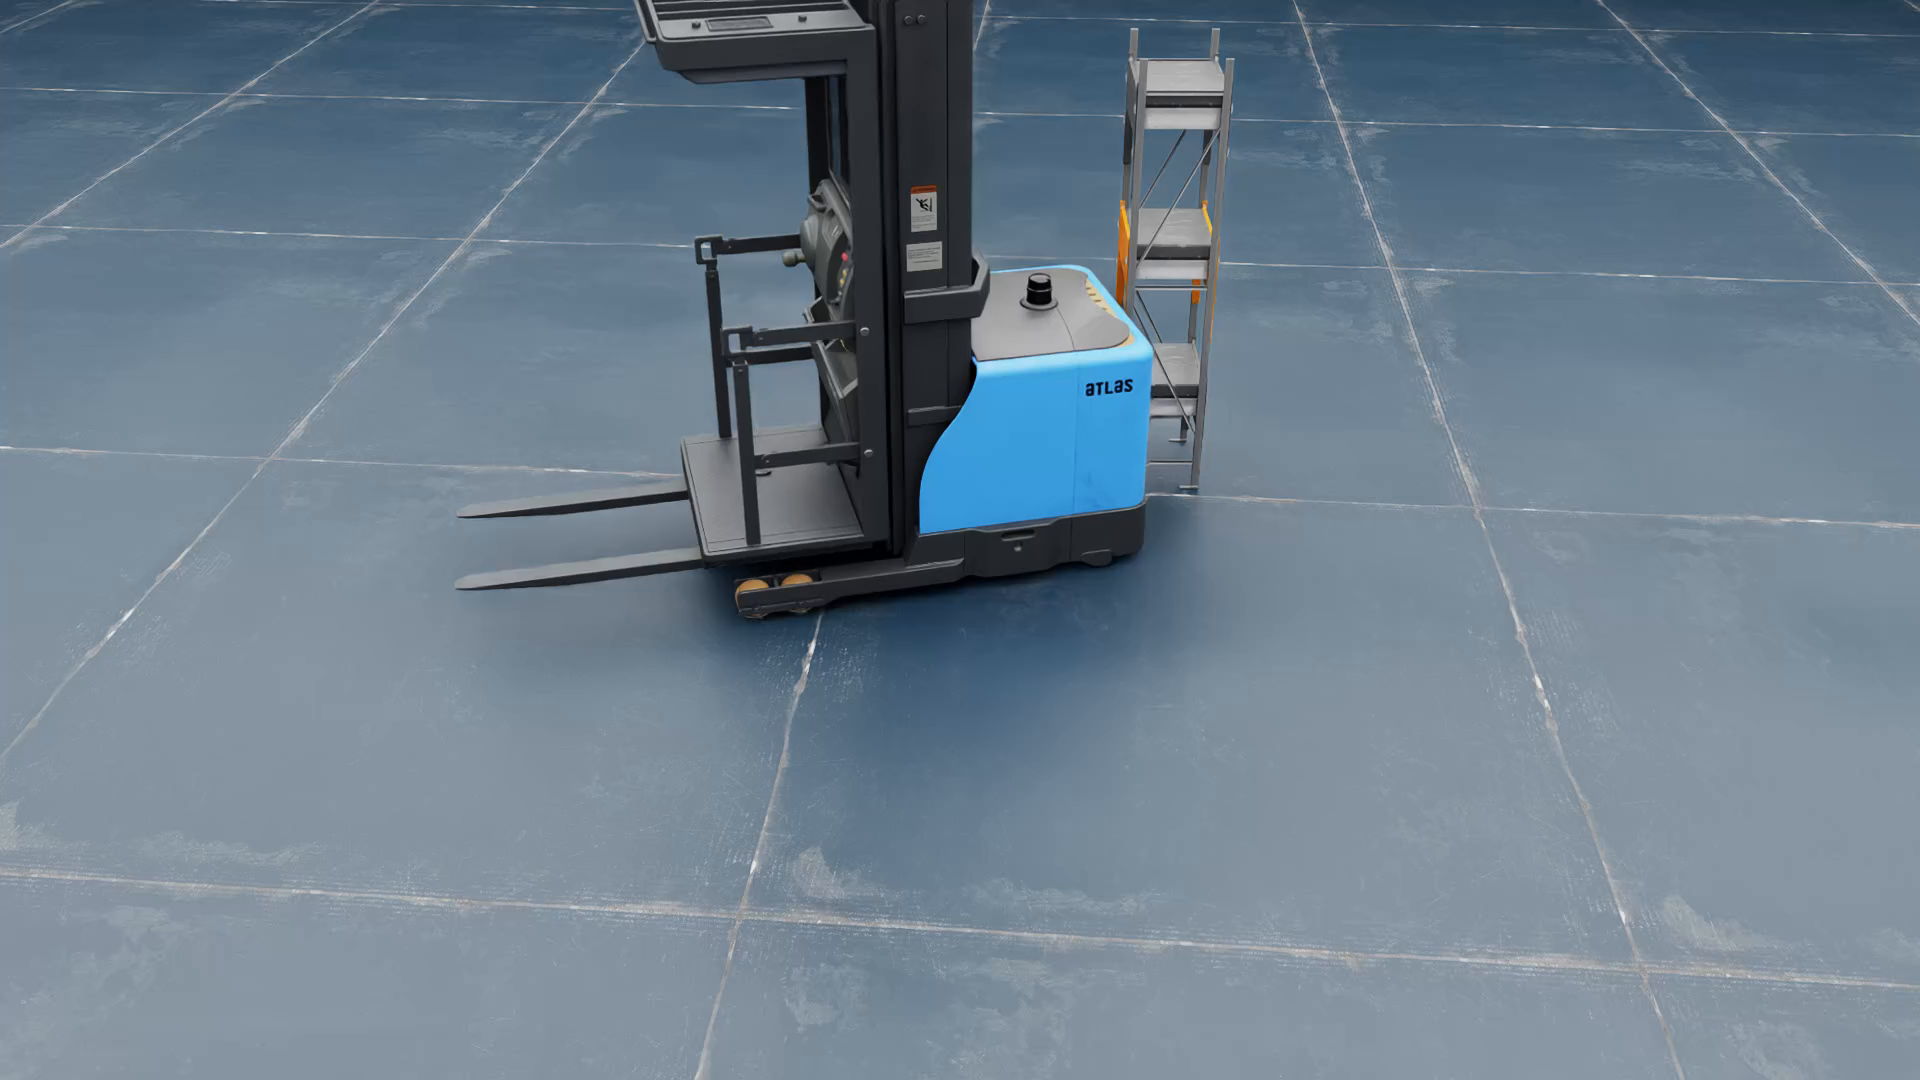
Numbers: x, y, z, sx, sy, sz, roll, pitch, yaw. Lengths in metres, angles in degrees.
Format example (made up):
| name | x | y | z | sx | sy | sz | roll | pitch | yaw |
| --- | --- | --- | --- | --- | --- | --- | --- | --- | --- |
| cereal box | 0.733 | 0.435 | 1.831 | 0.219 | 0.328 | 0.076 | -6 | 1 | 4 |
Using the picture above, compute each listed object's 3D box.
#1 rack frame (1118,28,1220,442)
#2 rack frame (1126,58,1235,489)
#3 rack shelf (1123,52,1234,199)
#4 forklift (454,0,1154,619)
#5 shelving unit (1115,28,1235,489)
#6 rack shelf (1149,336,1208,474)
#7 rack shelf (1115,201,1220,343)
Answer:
| name | x | y | z | sx | sy | sz | roll | pitch | yaw |
| --- | --- | --- | --- | --- | --- | --- | --- | --- | --- |
| rack frame | 0.968 | -1.404 | 8.027 | 0.400 | 2.100 | 0.015 | 0 | 32 | 0 |
| rack frame | 0.965 | -1.149 | 7.611 | 0.400 | 2.100 | 0.015 | 0 | 32 | 0 |
| rack shelf | 0.966 | -1.861 | 7.460 | 0.431 | 0.518 | 0.480 | 0 | 32 | 0 |
| forklift | -0.734 | -1.213 | 6.924 | 3.031 | 2.935 | 1.130 | -7 | 32 | -12 |
| shelving unit | 0.966 | -1.277 | 7.819 | 0.431 | 2.100 | 0.503 | 0 | 32 | 0 |
| rack shelf | 0.966 | -0.668 | 8.193 | 0.431 | 0.518 | 0.480 | 0 | 32 | 0 |
| rack shelf | 0.966 | -1.265 | 7.826 | 0.431 | 0.518 | 0.480 | 0 | 32 | 0 |
